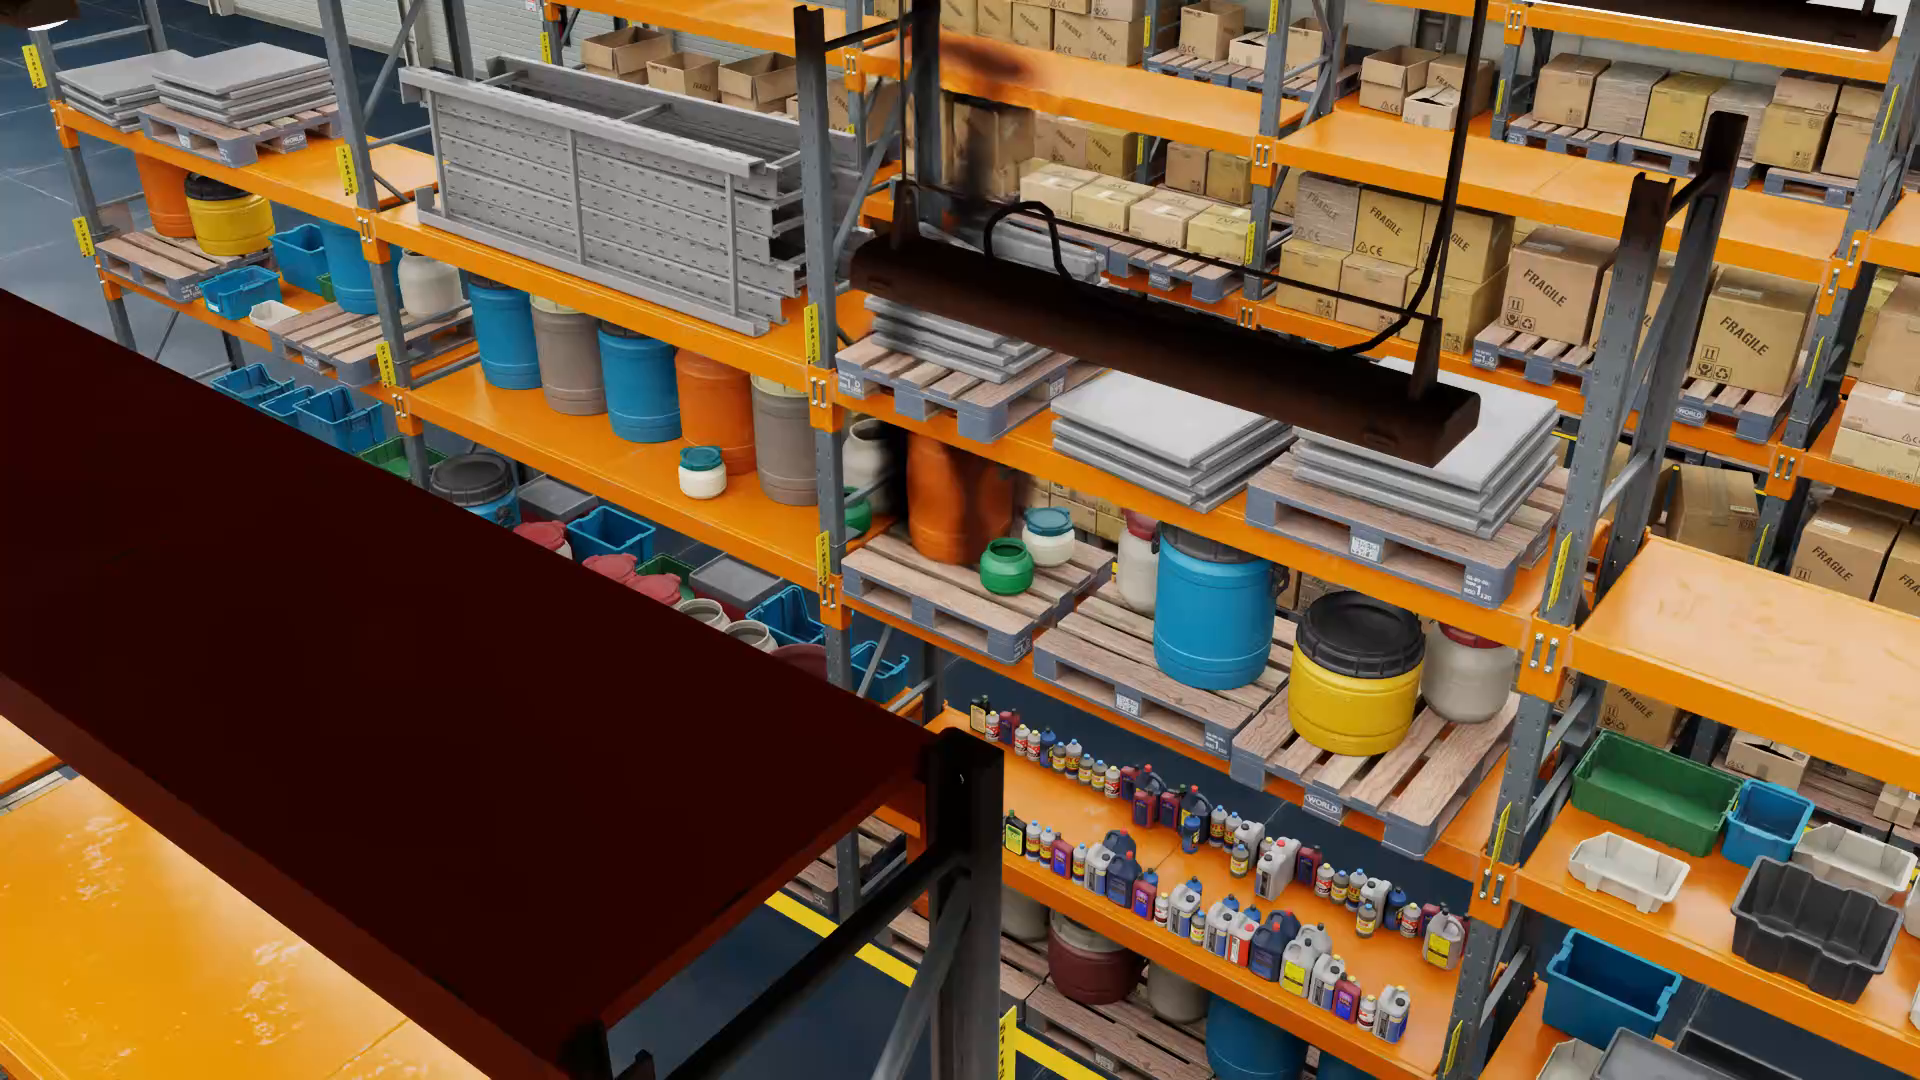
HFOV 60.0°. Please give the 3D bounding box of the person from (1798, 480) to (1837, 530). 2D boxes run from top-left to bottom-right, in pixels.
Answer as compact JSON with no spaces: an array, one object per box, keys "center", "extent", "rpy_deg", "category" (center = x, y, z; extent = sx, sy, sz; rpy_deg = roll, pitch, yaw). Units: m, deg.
[{"center":[7.284,-0.305,14.112],"extent":[0.876,1.830,0.686],"rpy_deg":[15,35,23],"category":"person"}]
